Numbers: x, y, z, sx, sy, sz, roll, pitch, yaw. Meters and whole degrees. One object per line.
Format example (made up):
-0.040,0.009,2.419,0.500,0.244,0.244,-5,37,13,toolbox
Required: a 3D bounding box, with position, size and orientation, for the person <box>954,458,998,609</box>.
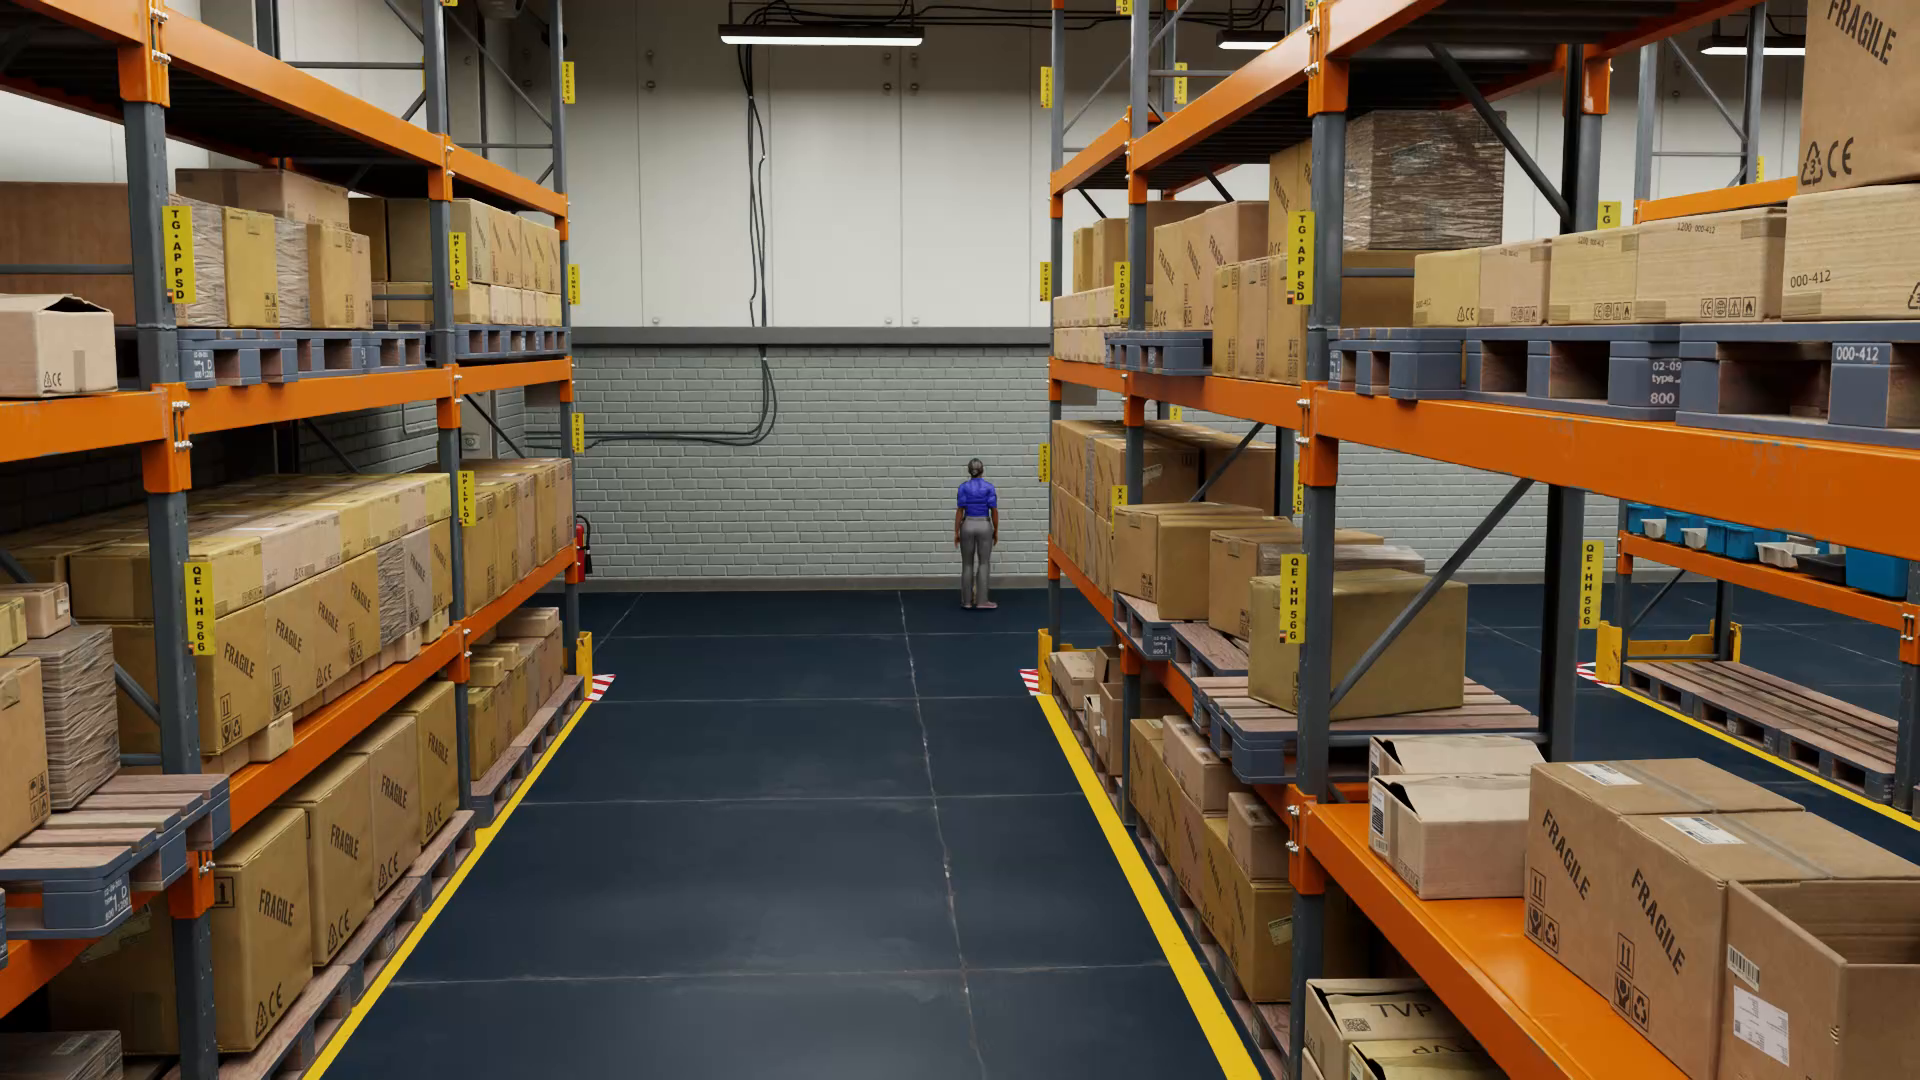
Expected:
0.180,-0.071,18.223,0.479,1.658,0.374,0,7,4,person
